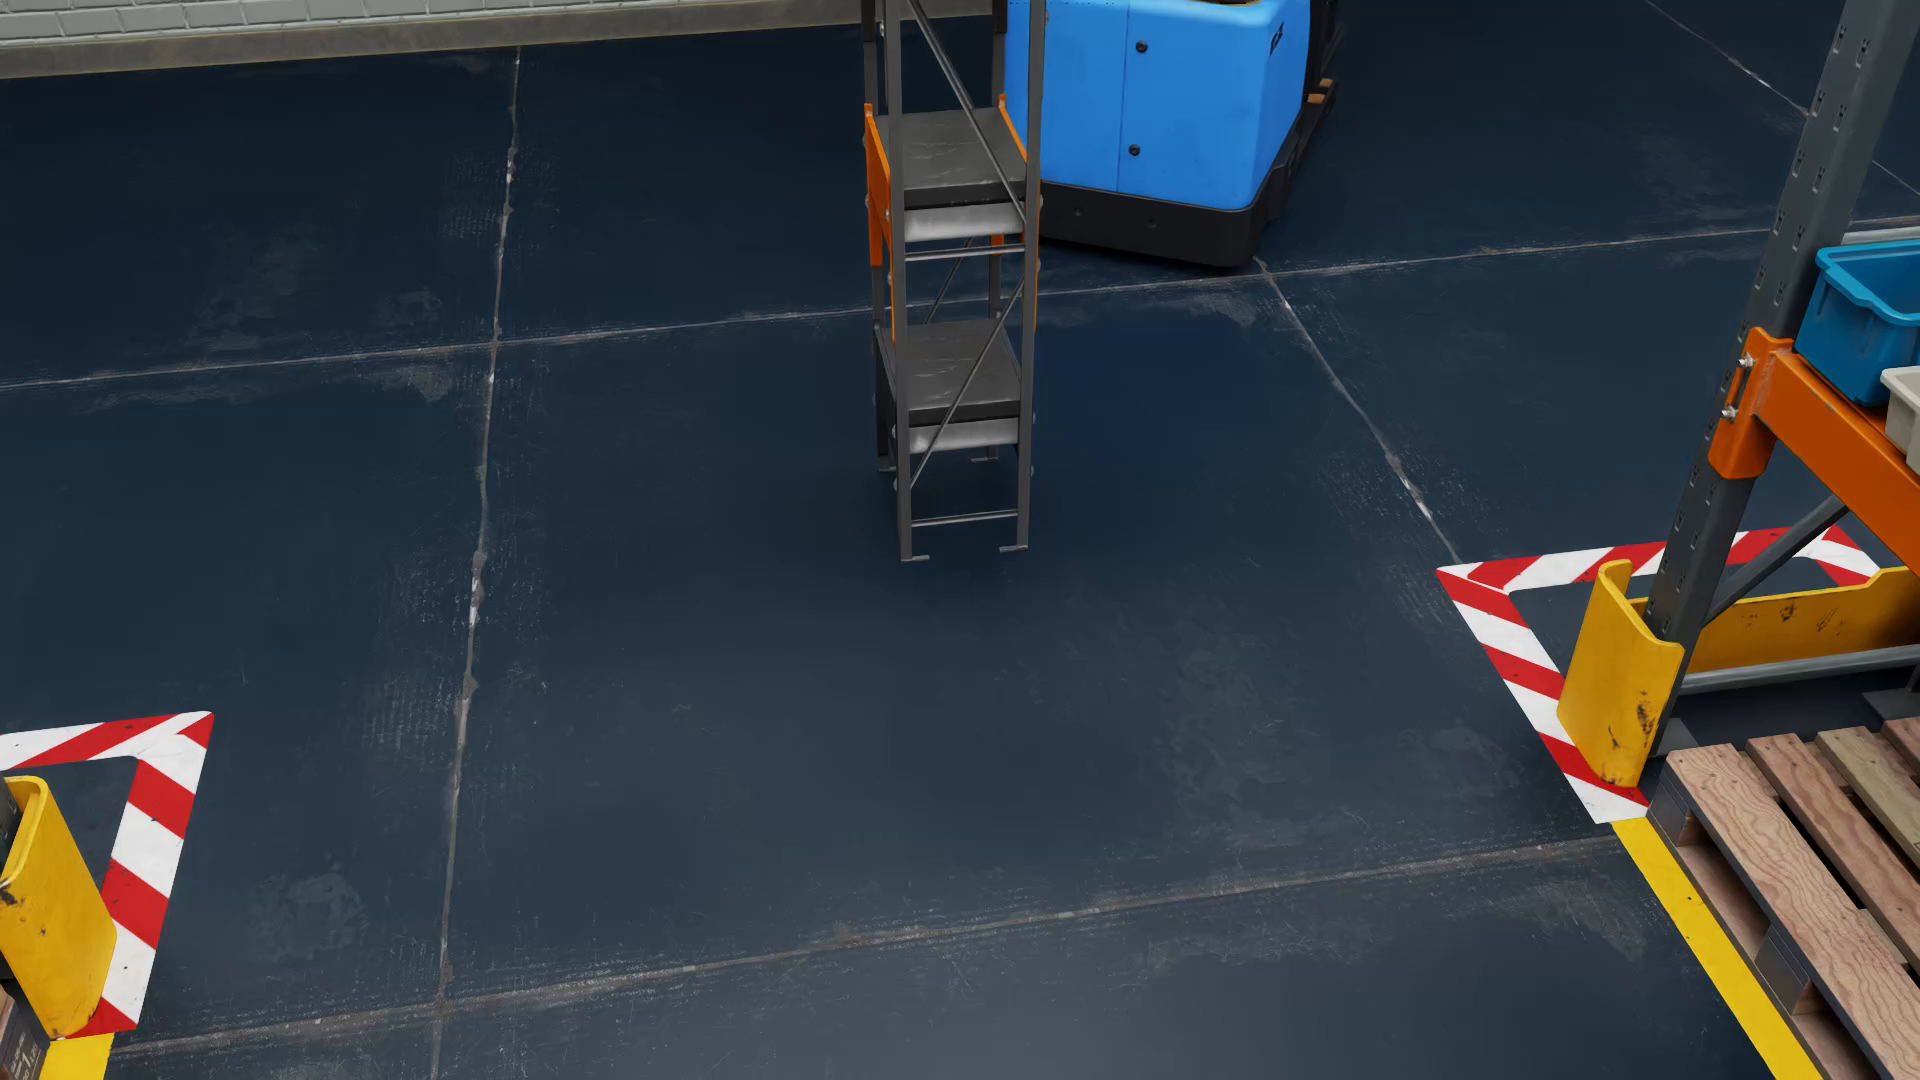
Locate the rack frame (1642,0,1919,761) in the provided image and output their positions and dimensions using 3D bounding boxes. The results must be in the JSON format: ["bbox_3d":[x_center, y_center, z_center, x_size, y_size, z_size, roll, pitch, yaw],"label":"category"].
[{"bbox_3d":[2.271,-0.674,3.673,1.000,3.000,0.127,-6,38,-8],"label":"rack frame"}]

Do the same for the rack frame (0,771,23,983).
[{"bbox_3d":[-2.606,-0.144,2.990,1.000,3.000,0.127,-6,38,-8],"label":"rack frame"}]

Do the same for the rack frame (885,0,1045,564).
[{"bbox_3d":[0.014,-0.782,4.545,0.400,2.100,0.015,-6,38,-8],"label":"rack frame"}]

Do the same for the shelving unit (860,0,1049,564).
[{"bbox_3d":[-0.029,-0.929,4.735,0.431,2.100,0.503,-6,38,-8],"label":"shelving unit"}]

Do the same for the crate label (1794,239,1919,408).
[{"bbox_3d":[1.990,-0.447,3.468,0.416,0.233,0.303,-6,38,-8],"label":"crate label"}]

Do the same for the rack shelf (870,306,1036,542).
[{"bbox_3d":[-0.029,-0.366,5.172,0.431,0.518,0.480,-6,38,-8],"label":"rack shelf"}]

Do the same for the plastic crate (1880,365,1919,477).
[{"bbox_3d":[1.965,-0.207,3.237,0.250,0.136,0.298,-6,38,-8],"label":"plastic crate"}]

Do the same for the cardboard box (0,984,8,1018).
[{"bbox_3d":[-2.269,0.972,3.233,0.500,0.500,0.500,-6,38,-8],"label":"cardboard box"}]

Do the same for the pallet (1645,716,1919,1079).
[{"bbox_3d":[2.377,0.929,3.882,1.003,0.211,1.213,-6,38,-8],"label":"pallet"}]

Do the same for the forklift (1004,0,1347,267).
[{"bbox_3d":[1.139,-3.132,6.892,1.130,2.935,3.031,13,40,16],"label":"forklift"}]

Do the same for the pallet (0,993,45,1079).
[{"bbox_3d":[-2.452,1.485,3.167,1.003,0.211,1.213,-6,38,-8],"label":"pallet"}]

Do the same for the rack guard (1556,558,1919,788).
[{"bbox_3d":[2.254,0.300,4.457,1.175,0.500,0.348,-6,38,-8],"label":"rack guard"}]

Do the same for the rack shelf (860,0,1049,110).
[{"bbox_3d":[-0.029,-1.471,4.313,0.431,0.518,0.480,-6,38,-8],"label":"rack shelf"}]

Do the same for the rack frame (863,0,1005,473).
[{"bbox_3d":[-0.072,-1.077,4.924,0.400,2.100,0.015,-6,38,-8],"label":"rack frame"}]

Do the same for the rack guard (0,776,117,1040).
[{"bbox_3d":[-2.593,0.889,3.698,1.175,0.500,0.348,-6,38,-8],"label":"rack guard"}]

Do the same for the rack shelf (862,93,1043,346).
[{"bbox_3d":[-0.029,-0.918,4.743,0.431,0.518,0.480,-6,38,-8],"label":"rack shelf"}]

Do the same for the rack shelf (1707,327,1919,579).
[{"bbox_3d":[2.622,0.818,2.339,1.077,0.370,4.000,-6,38,-8],"label":"rack shelf"}]
